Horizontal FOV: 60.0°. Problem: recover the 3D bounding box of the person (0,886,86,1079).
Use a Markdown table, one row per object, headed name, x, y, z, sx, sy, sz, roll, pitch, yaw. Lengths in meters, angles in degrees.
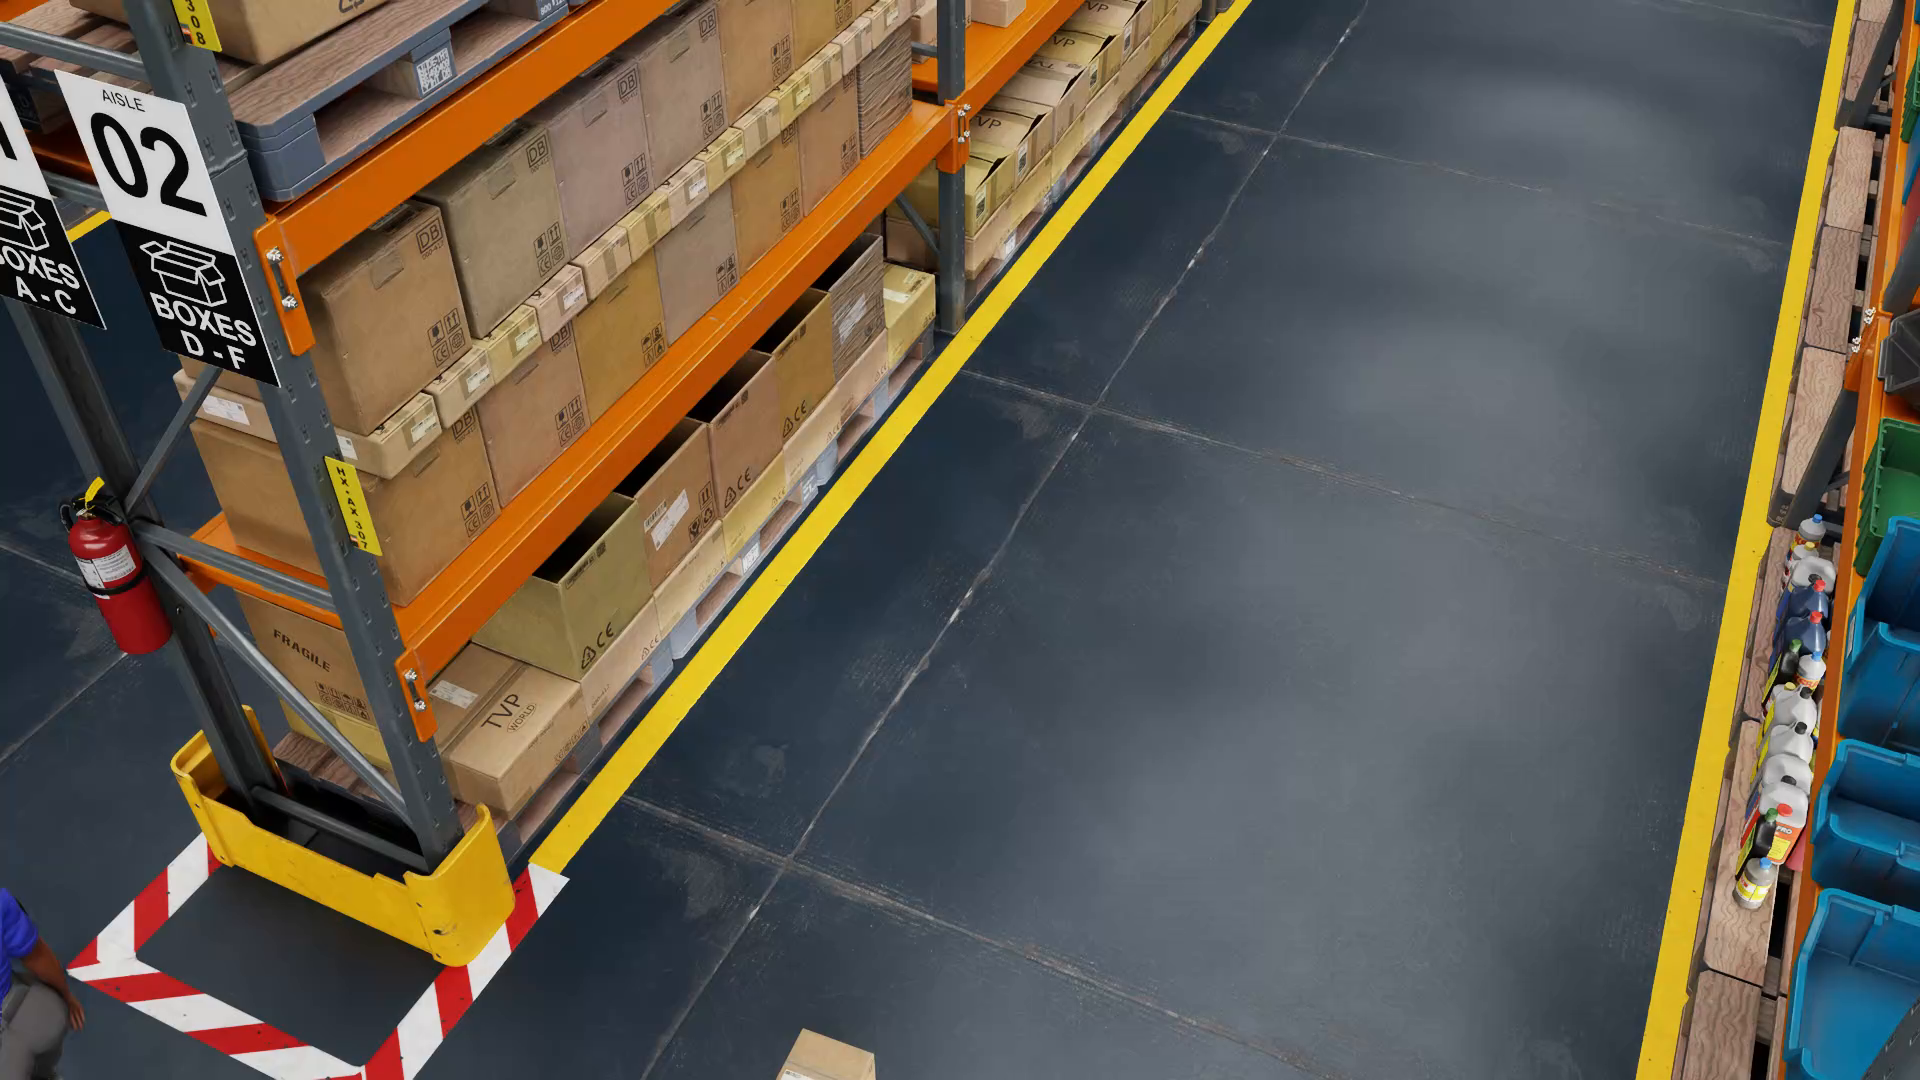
| name | x | y | z | sx | sy | sz | roll | pitch | yaw |
| --- | --- | --- | --- | --- | --- | --- | --- | --- | --- |
| person | -2.616 | 1.418 | 4.589 | 0.677 | 1.643 | 0.481 | 11 | 43 | 12 |
